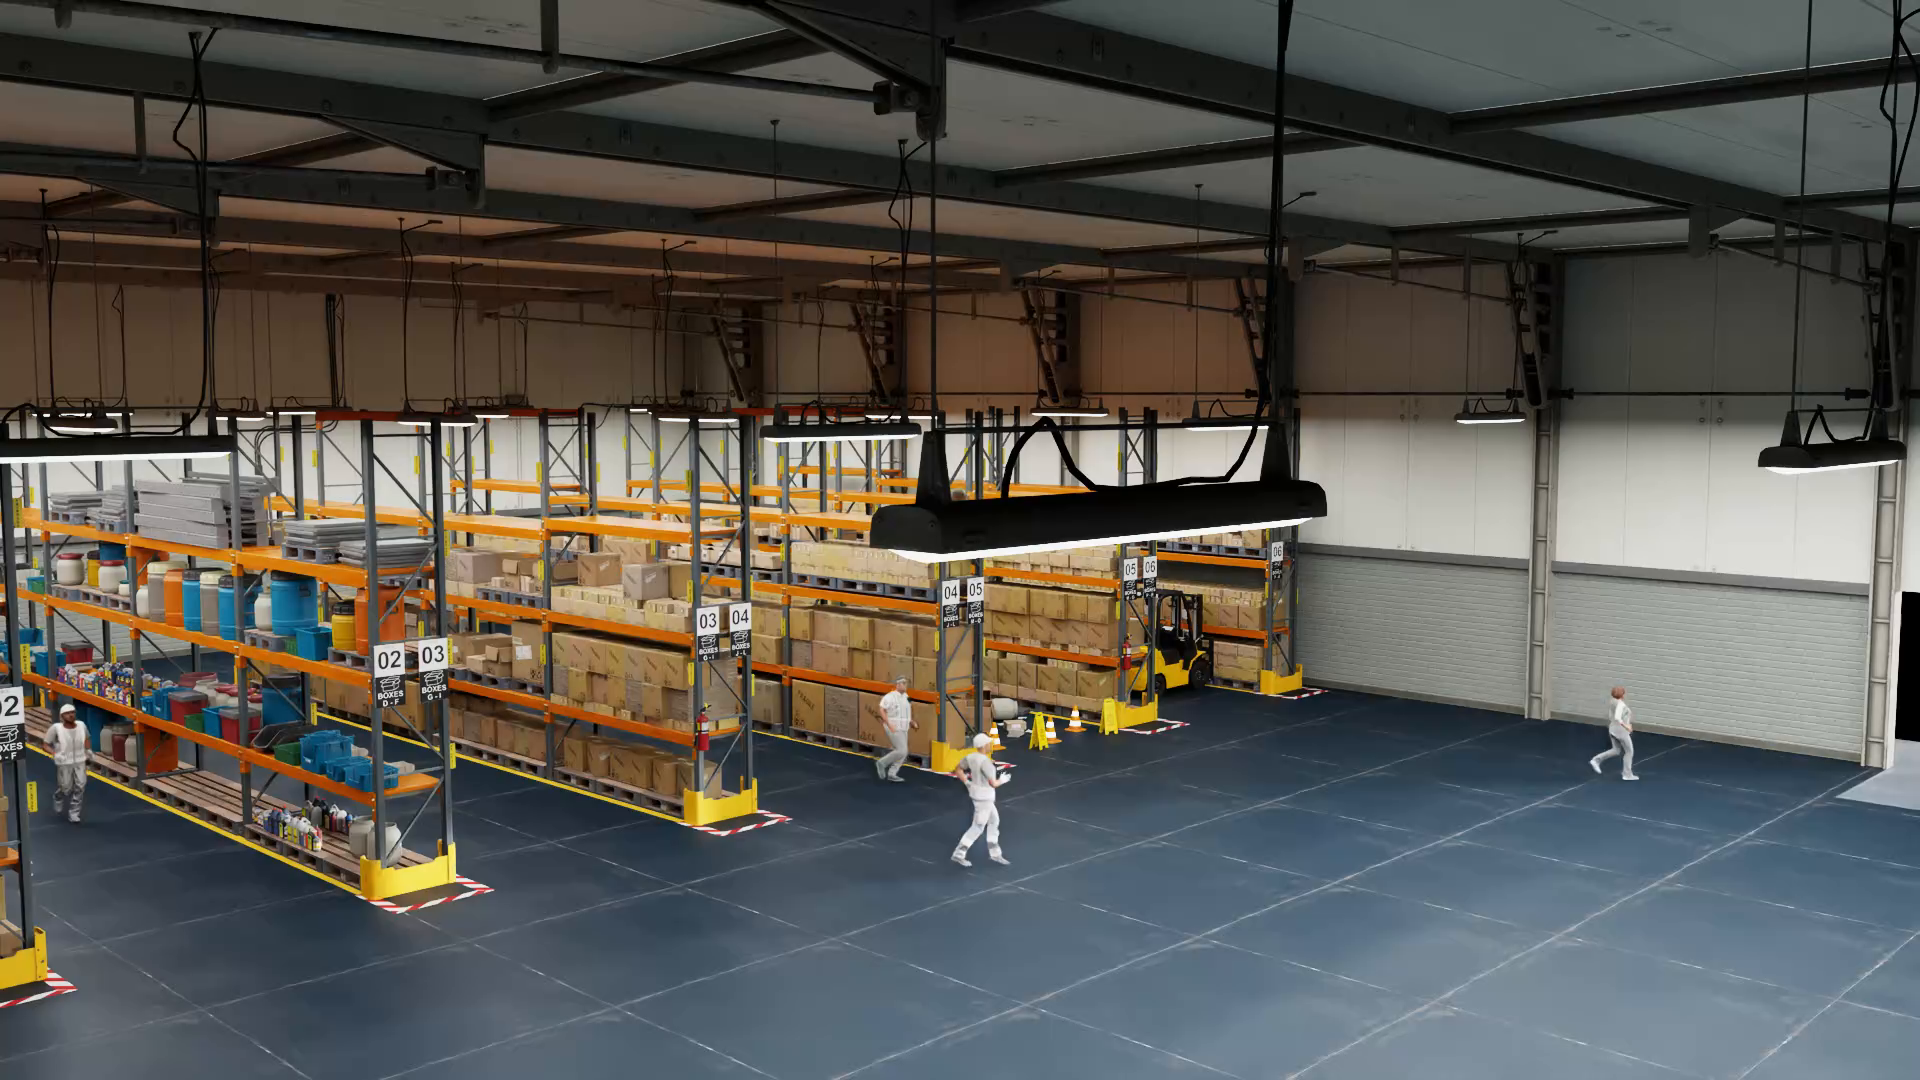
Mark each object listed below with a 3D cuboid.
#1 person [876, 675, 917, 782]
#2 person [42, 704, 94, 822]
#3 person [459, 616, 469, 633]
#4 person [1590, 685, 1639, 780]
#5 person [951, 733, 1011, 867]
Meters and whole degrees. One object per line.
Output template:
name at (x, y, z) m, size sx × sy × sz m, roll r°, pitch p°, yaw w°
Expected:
person at (-0.998, 3.065, 27.215) m, size 0.558 × 1.722 × 0.692 m, roll 3°, pitch 6°, yaw 29°
person at (-13.169, 3.284, 24.589) m, size 0.624 × 1.735 × 0.674 m, roll 4°, pitch 7°, yaw 40°
person at (-12.063, 1.925, 40.310) m, size 0.658 × 1.647 × 0.553 m, roll 4°, pitch 6°, yaw 38°
person at (10.707, 3.155, 27.103) m, size 0.792 × 1.547 × 0.548 m, roll 0°, pitch 5°, yaw -5°
person at (0.281, 3.468, 22.044) m, size 0.871 × 1.831 × 0.651 m, roll -2°, pitch 5°, yaw -17°
